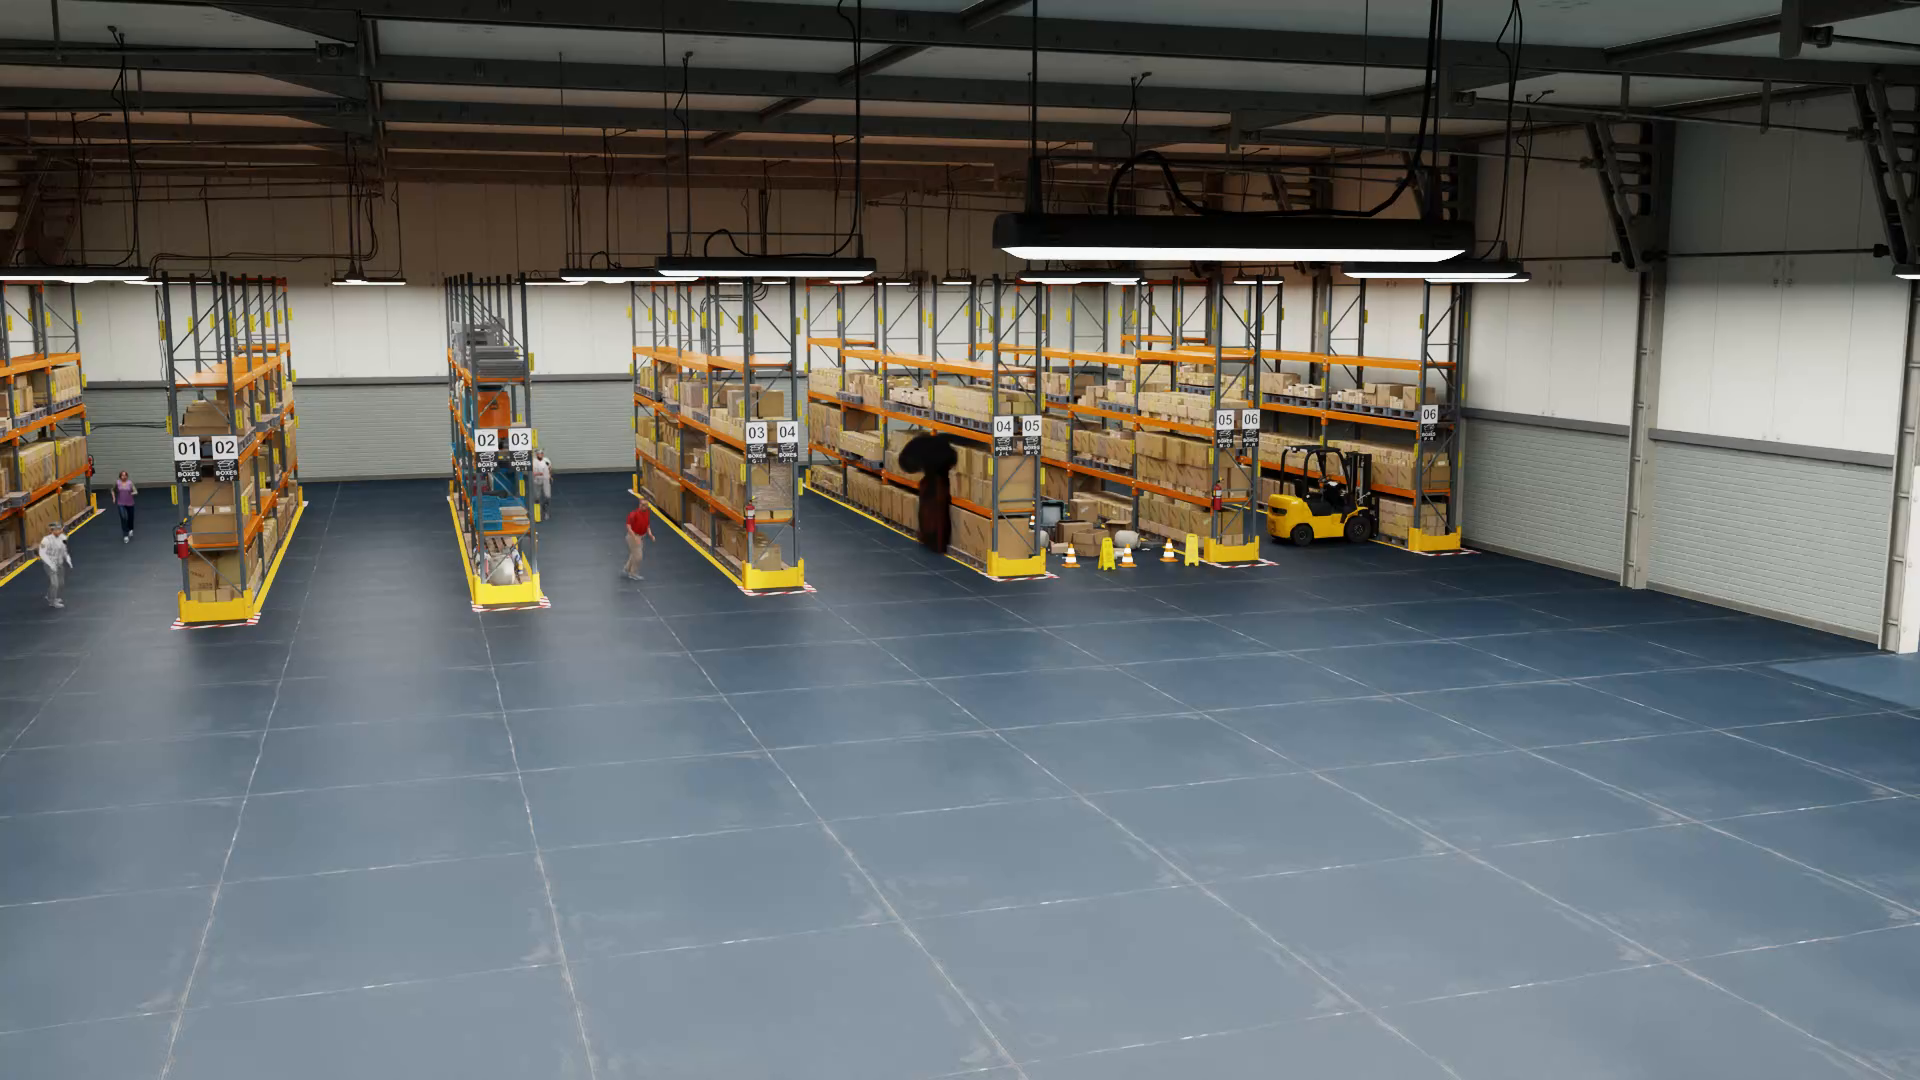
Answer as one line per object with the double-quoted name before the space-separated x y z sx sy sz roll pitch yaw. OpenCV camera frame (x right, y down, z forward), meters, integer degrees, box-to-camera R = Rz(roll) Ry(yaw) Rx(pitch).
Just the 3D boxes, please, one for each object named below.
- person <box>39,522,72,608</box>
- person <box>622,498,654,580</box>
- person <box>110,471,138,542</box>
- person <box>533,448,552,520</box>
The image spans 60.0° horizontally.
"person" -16.371 0.438 29.972 0.753 1.613 0.590 3 9 22
"person" -6.439 -0.024 32.880 0.794 1.673 0.677 4 9 22
"person" -18.992 -0.781 37.837 0.546 1.584 0.887 -5 10 -29
"person" -10.475 -1.404 41.587 0.620 1.837 0.856 -4 9 -23
